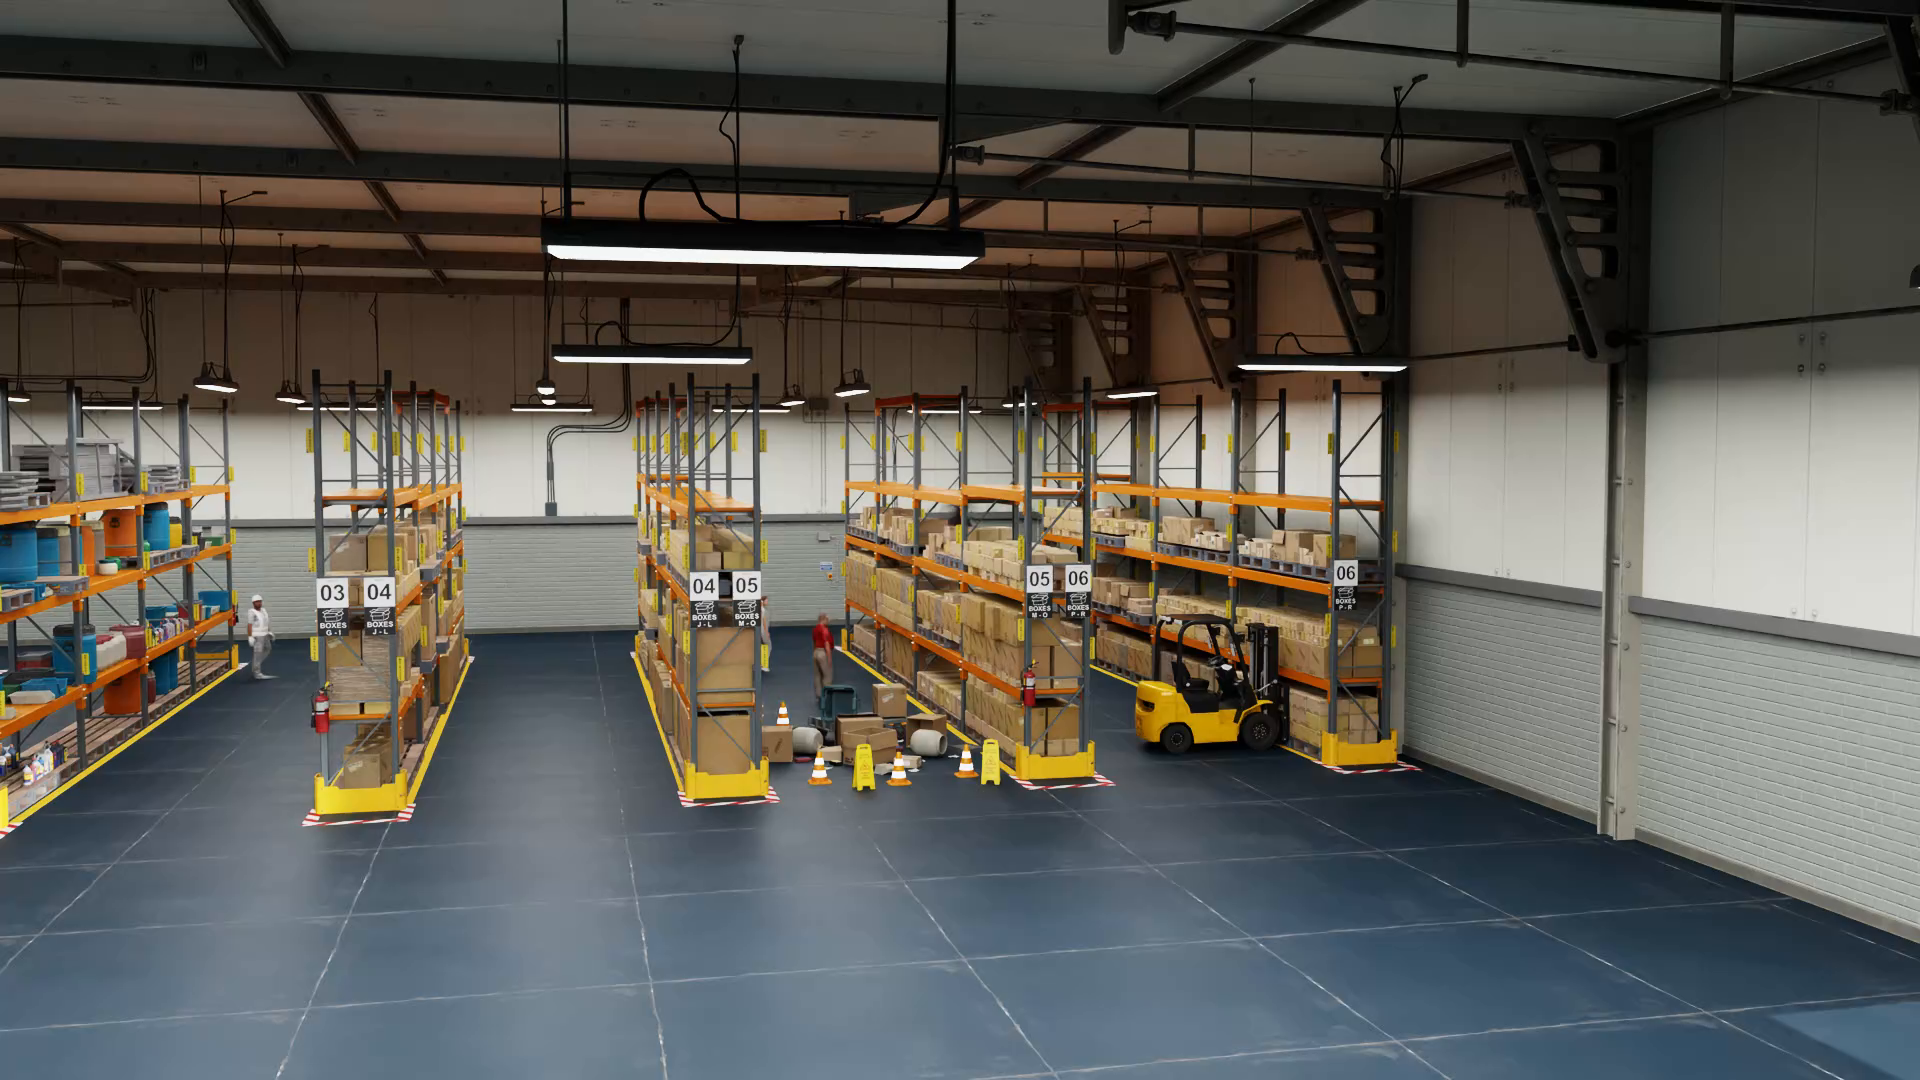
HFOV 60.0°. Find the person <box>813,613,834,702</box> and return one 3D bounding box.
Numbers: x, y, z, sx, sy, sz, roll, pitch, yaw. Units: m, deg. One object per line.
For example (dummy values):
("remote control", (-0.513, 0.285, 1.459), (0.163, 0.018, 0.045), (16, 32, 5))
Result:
("person", (-2.615, 2.273, 32.121), (0.403, 1.727, 0.598), (-2, 4, -35))

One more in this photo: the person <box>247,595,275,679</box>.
("person", (-14.890, 2.057, 35.417), (0.475, 1.790, 0.602), (0, 3, -7))

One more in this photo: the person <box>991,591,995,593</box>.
("person", (0.921, 1.823, 40.161), (0.369, 1.722, 0.584), (-3, 4, -42))

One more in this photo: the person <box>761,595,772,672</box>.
("person", (-4.332, 2.044, 36.537), (0.348, 1.682, 0.532), (-1, 3, -19))
